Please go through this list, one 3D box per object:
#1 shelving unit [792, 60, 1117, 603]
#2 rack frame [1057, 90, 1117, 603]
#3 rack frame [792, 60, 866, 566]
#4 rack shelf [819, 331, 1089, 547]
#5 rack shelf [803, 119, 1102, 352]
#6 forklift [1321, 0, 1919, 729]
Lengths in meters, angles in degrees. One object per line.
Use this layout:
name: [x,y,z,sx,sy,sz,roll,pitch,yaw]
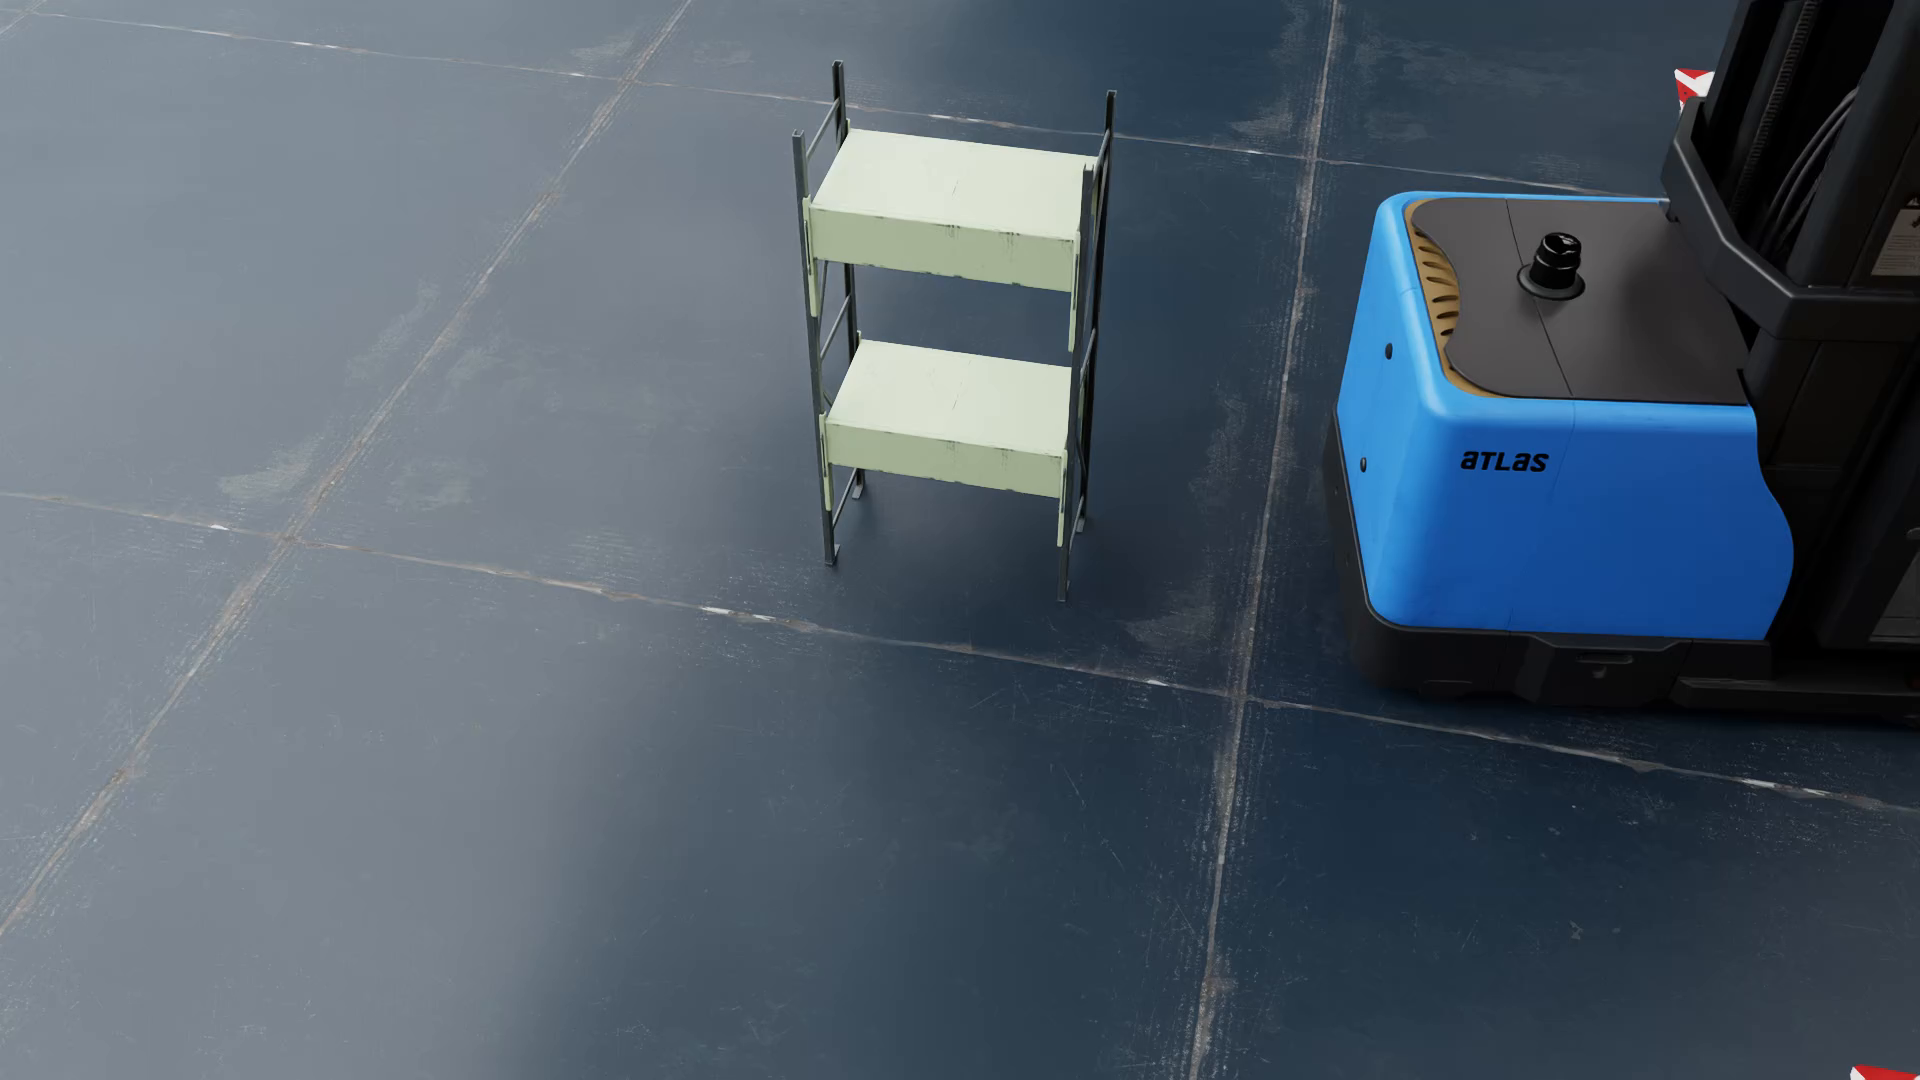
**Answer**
shelving unit: [-0.007,-0.541,4.731,0.755,1.500,0.431,9,45,9]
rack frame: [0.351,-0.486,4.673,0.023,1.500,0.400,9,45,9]
rack frame: [-0.364,-0.597,4.789,0.023,1.500,0.400,9,45,9]
rack shelf: [-0.007,-0.306,4.957,0.720,0.370,0.431,9,45,9]
rack shelf: [-0.007,-0.823,4.460,0.720,0.370,0.431,9,45,9]
forklift: [2.662,-0.895,4.067,3.031,2.935,1.130,2,44,2]
